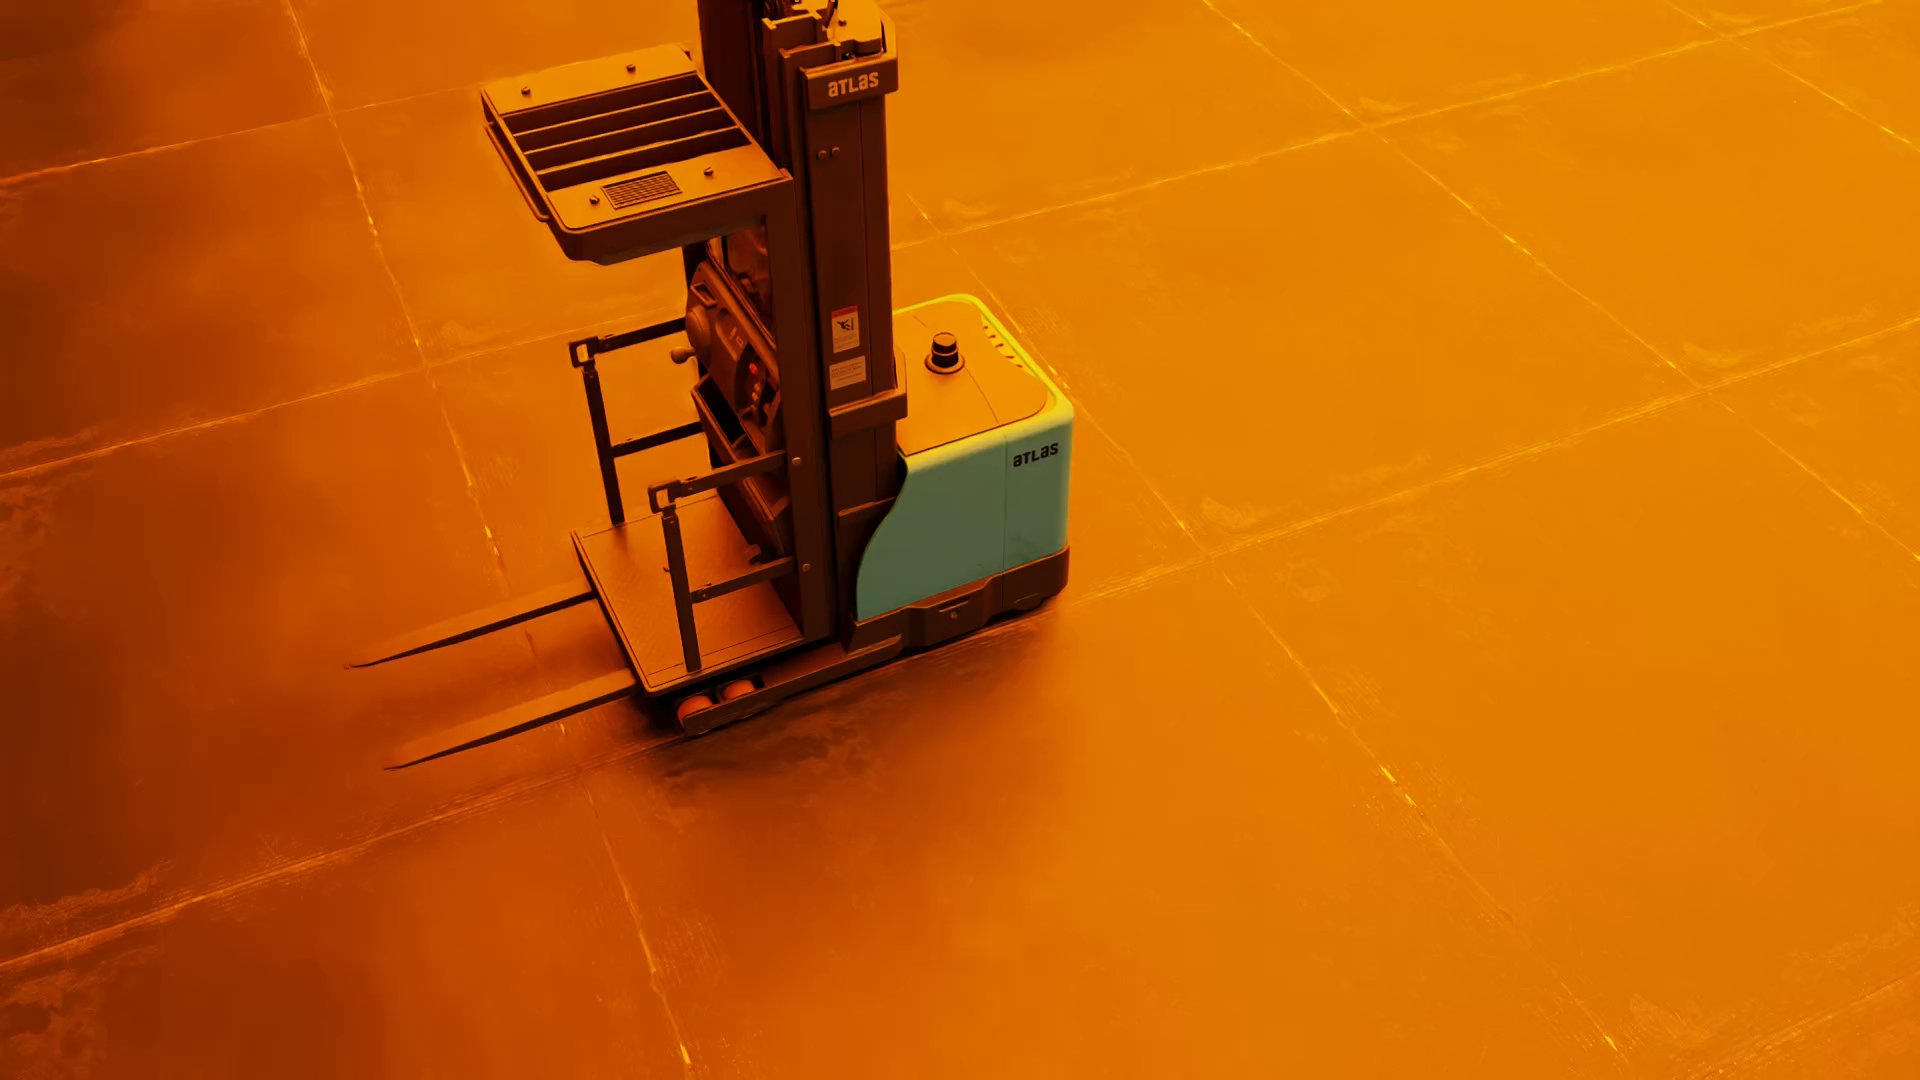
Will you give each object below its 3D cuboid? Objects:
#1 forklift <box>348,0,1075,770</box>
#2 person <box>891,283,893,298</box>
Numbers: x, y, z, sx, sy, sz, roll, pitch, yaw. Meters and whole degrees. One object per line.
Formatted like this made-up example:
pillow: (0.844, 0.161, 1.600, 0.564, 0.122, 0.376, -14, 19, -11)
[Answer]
forklift: (-1.063, -0.672, 6.401, 3.031, 2.935, 1.130, -19, 46, -19)
person: (-0.618, -1.152, 8.116, 0.702, 1.334, 0.880, -30, 51, -29)
